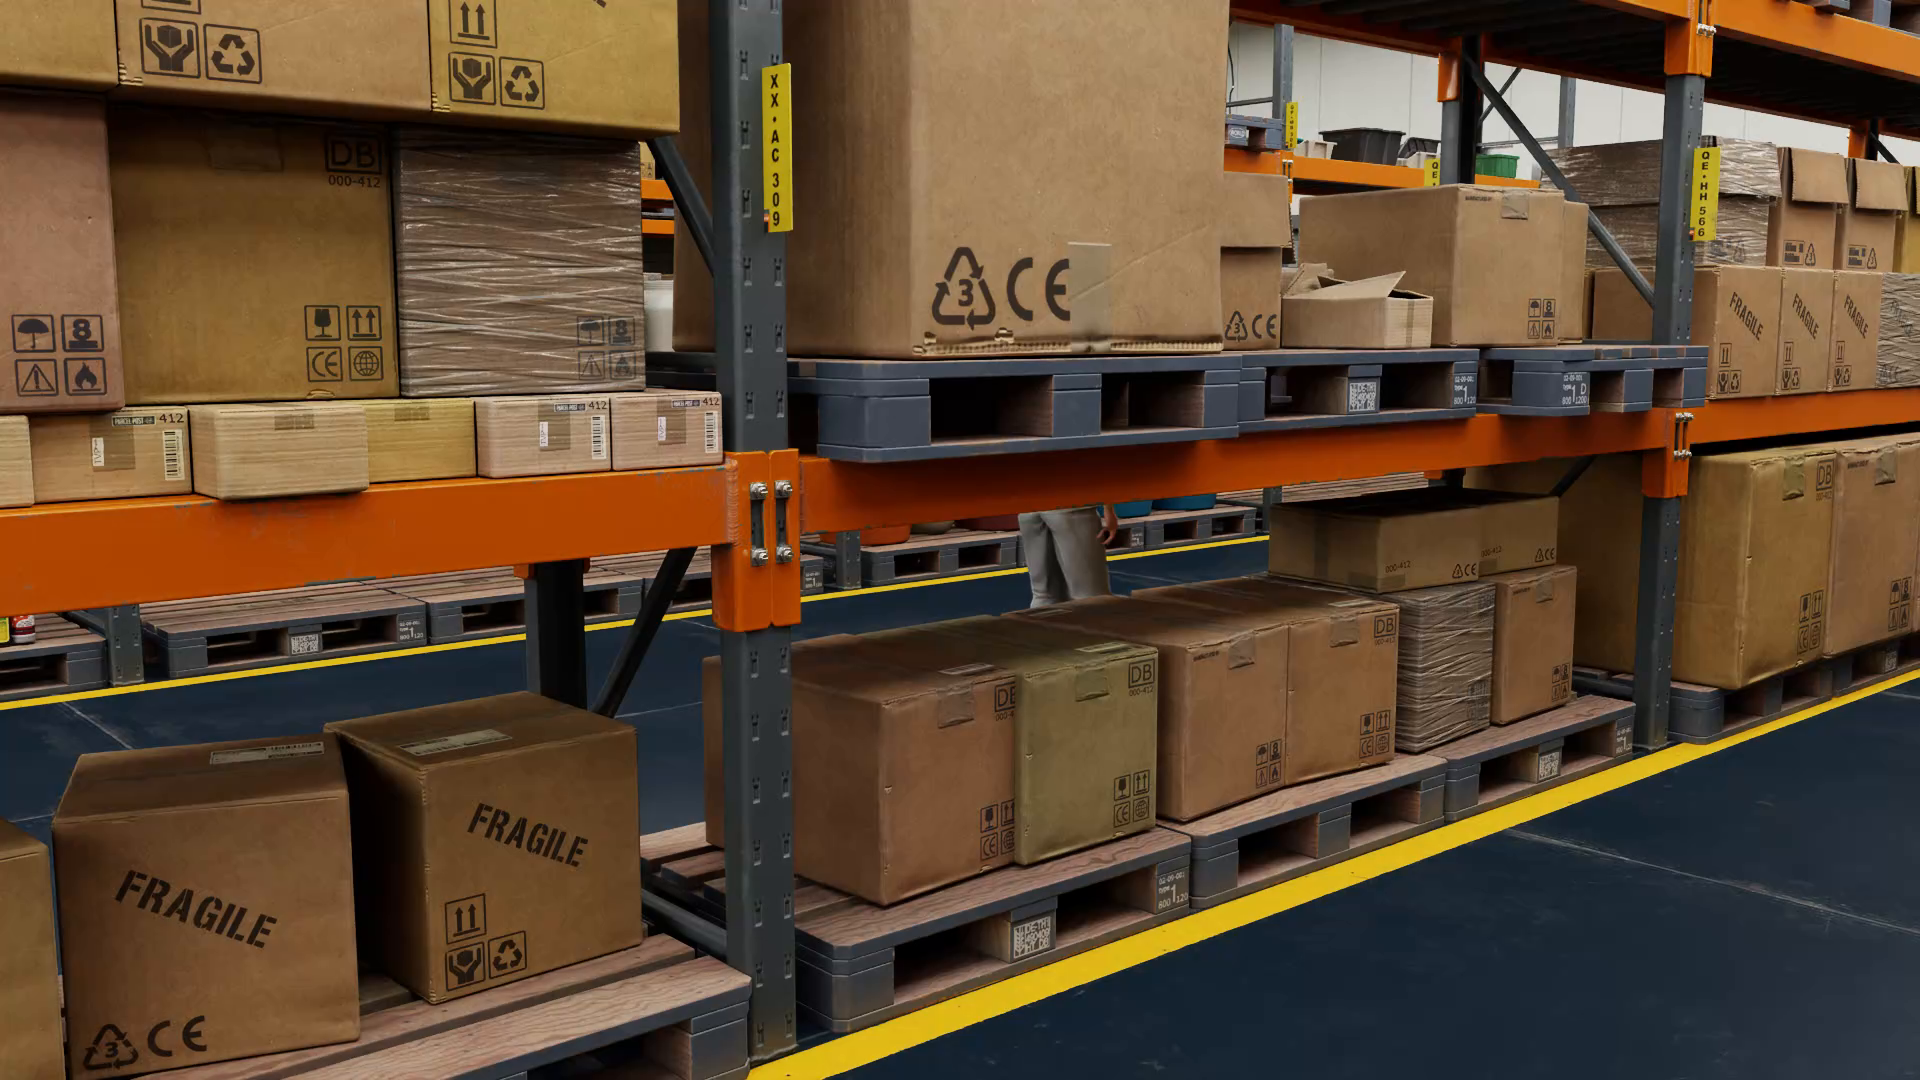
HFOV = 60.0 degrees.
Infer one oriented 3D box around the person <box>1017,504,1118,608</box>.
[{"bbox_3d":[0.421,-0.099,6.626,0.362,1.651,0.514,-7,10,-44],"label":"person"}]
